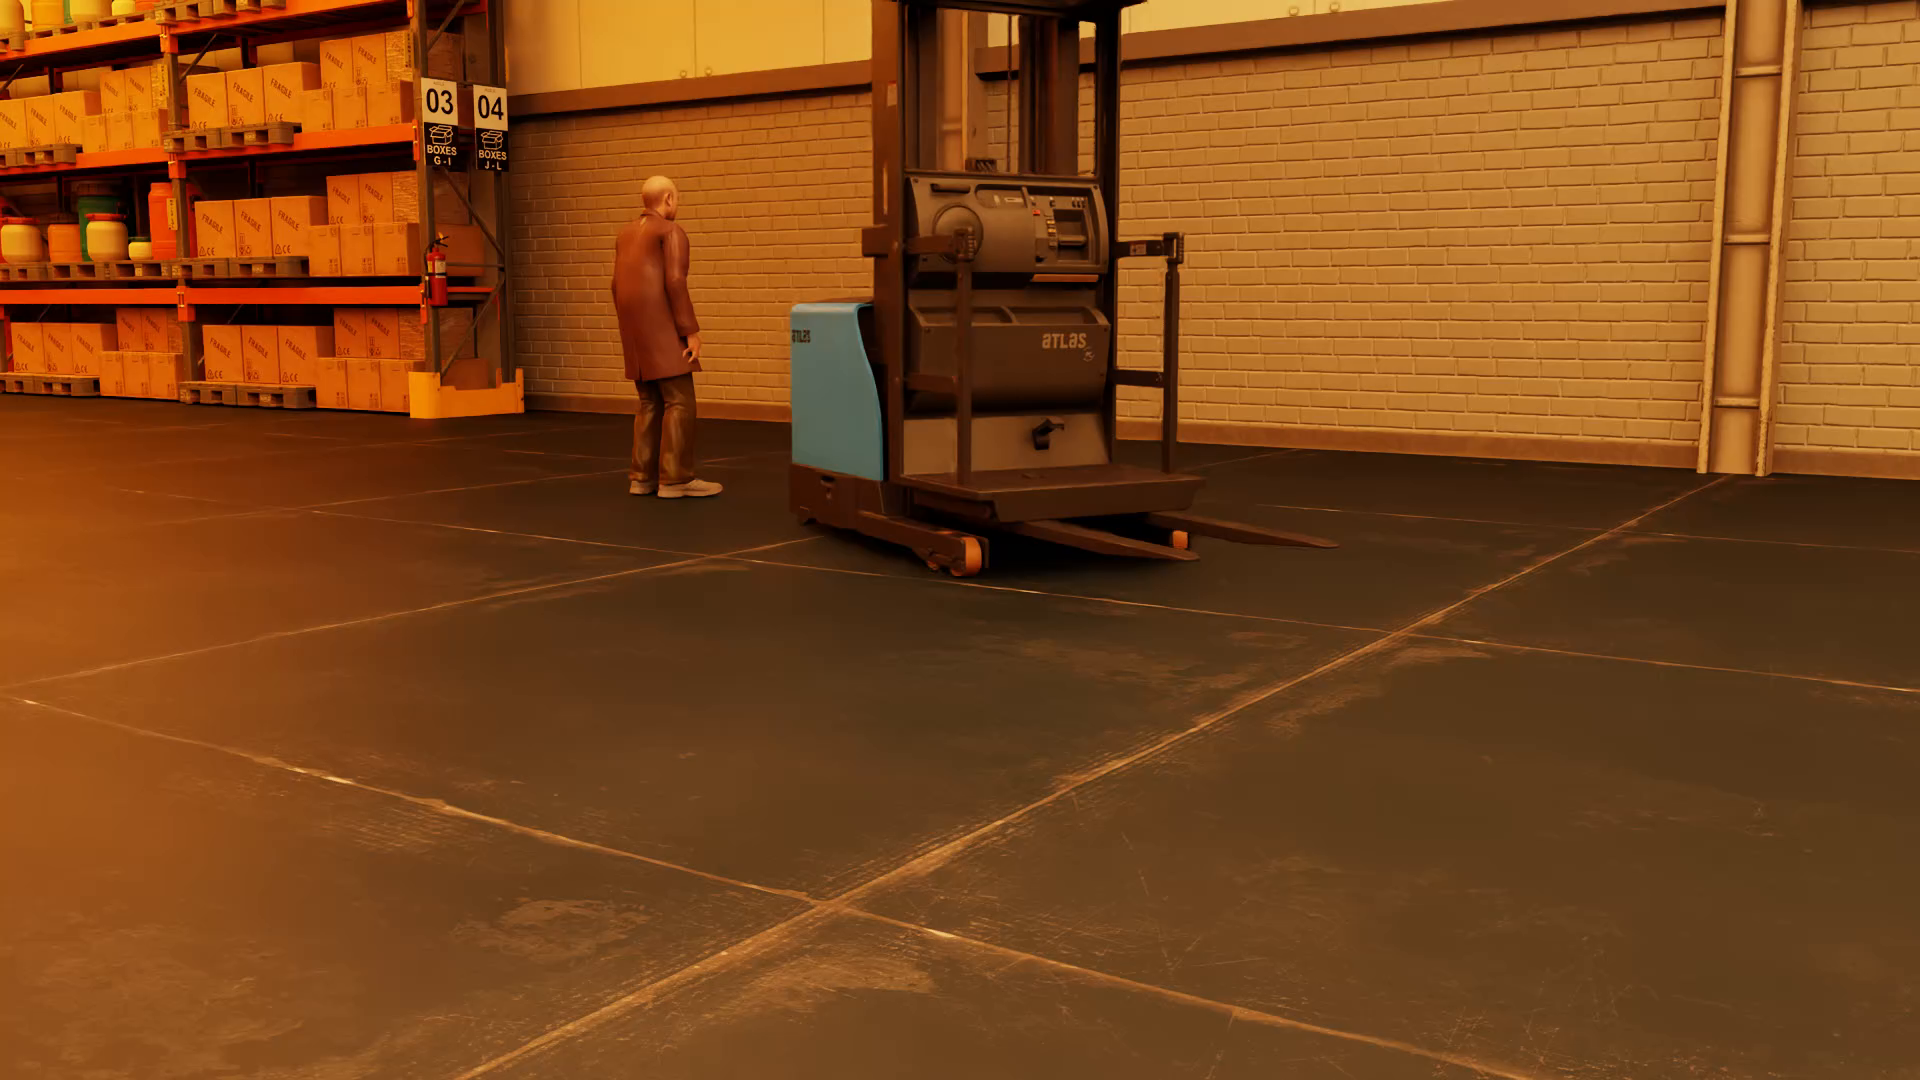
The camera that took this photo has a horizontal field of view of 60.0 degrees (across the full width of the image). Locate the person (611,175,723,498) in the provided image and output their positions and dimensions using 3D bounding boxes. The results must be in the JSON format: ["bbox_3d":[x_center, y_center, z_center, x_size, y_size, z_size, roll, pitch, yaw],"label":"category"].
[{"bbox_3d":[-1.678,-1.134,9.285,0.644,1.772,0.430,8,11,43],"label":"person"}]

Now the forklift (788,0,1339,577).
[{"bbox_3d":[0.320,-1.375,6.861,1.130,2.935,3.031,-4,9,-28],"label":"forklift"}]
